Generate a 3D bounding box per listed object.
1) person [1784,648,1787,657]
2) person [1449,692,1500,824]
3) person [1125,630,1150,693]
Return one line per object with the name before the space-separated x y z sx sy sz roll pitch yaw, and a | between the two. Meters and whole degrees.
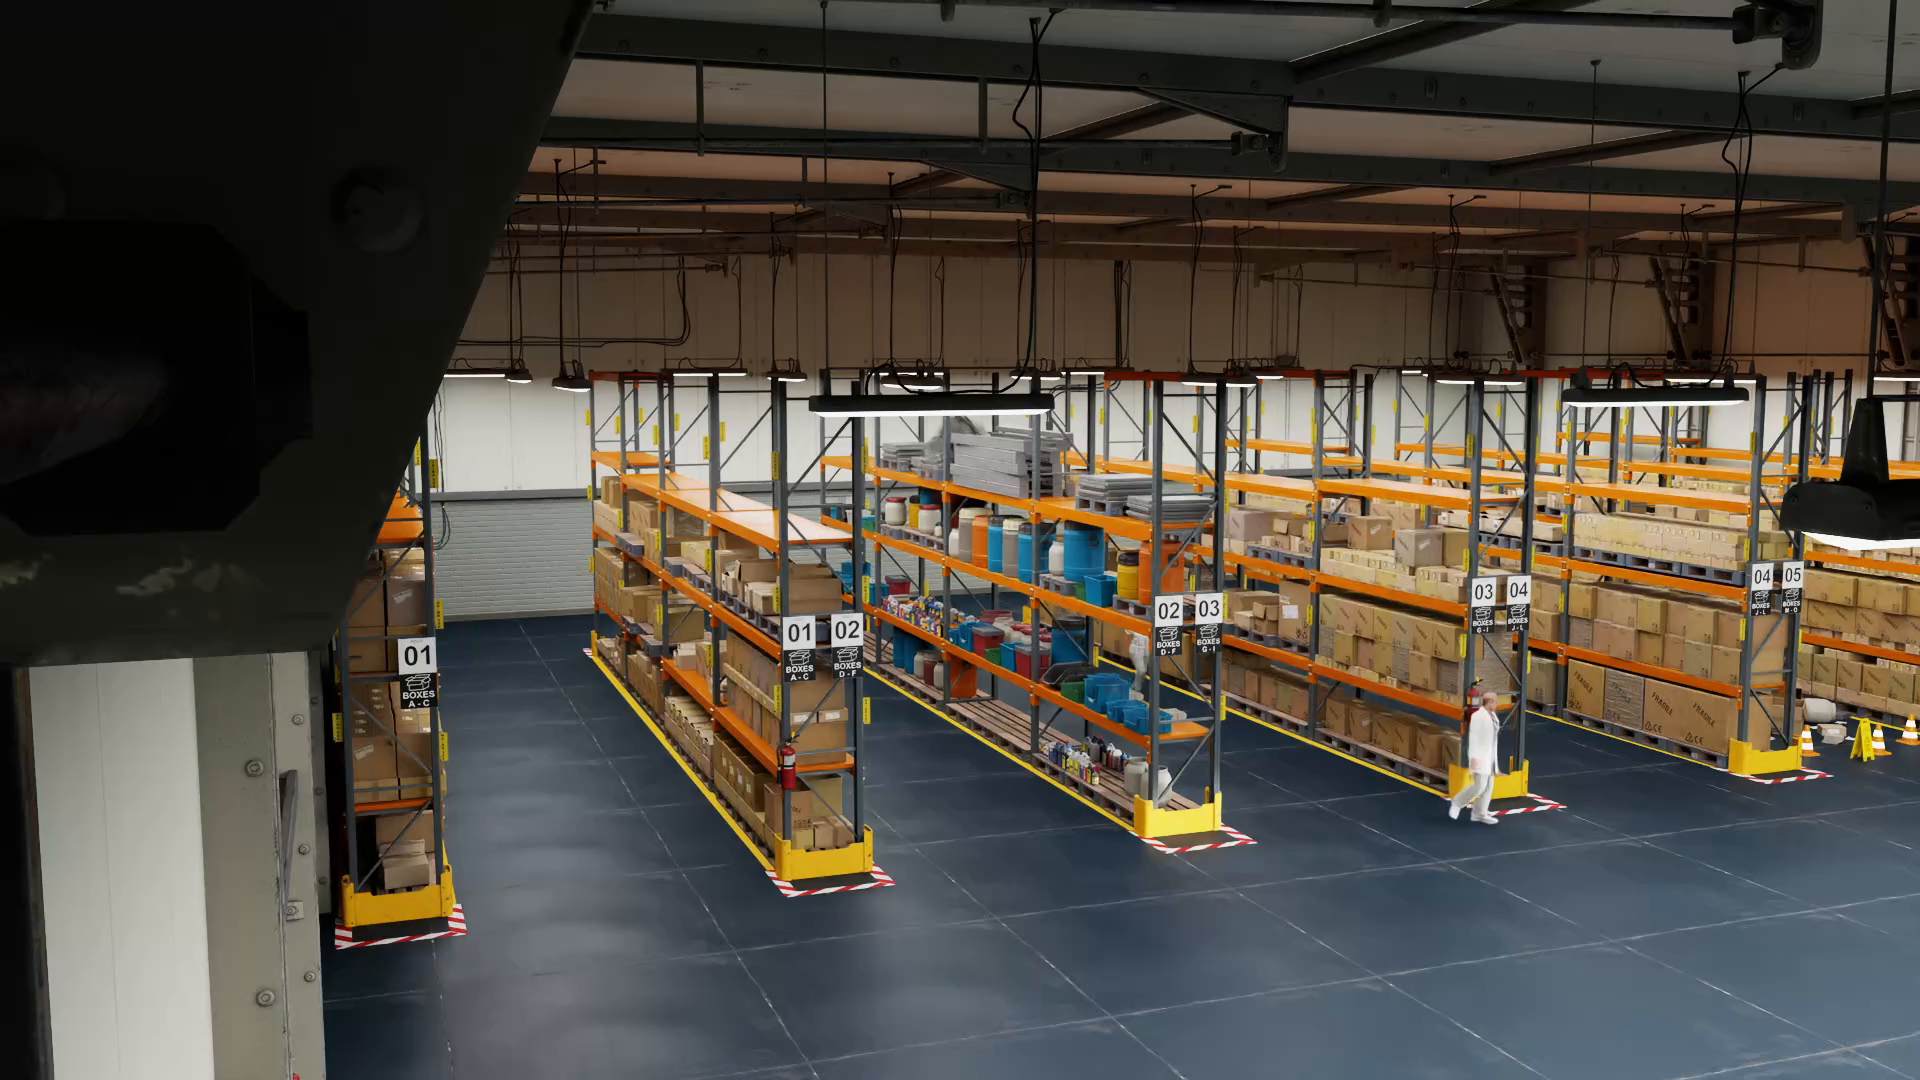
person | 16.476 1.749 33.818 0.575 1.608 0.866 -3 7 -23
person | 6.997 2.935 22.487 0.602 1.771 0.745 6 9 45
person | 3.343 2.118 30.599 0.493 1.683 0.801 -3 7 -25
